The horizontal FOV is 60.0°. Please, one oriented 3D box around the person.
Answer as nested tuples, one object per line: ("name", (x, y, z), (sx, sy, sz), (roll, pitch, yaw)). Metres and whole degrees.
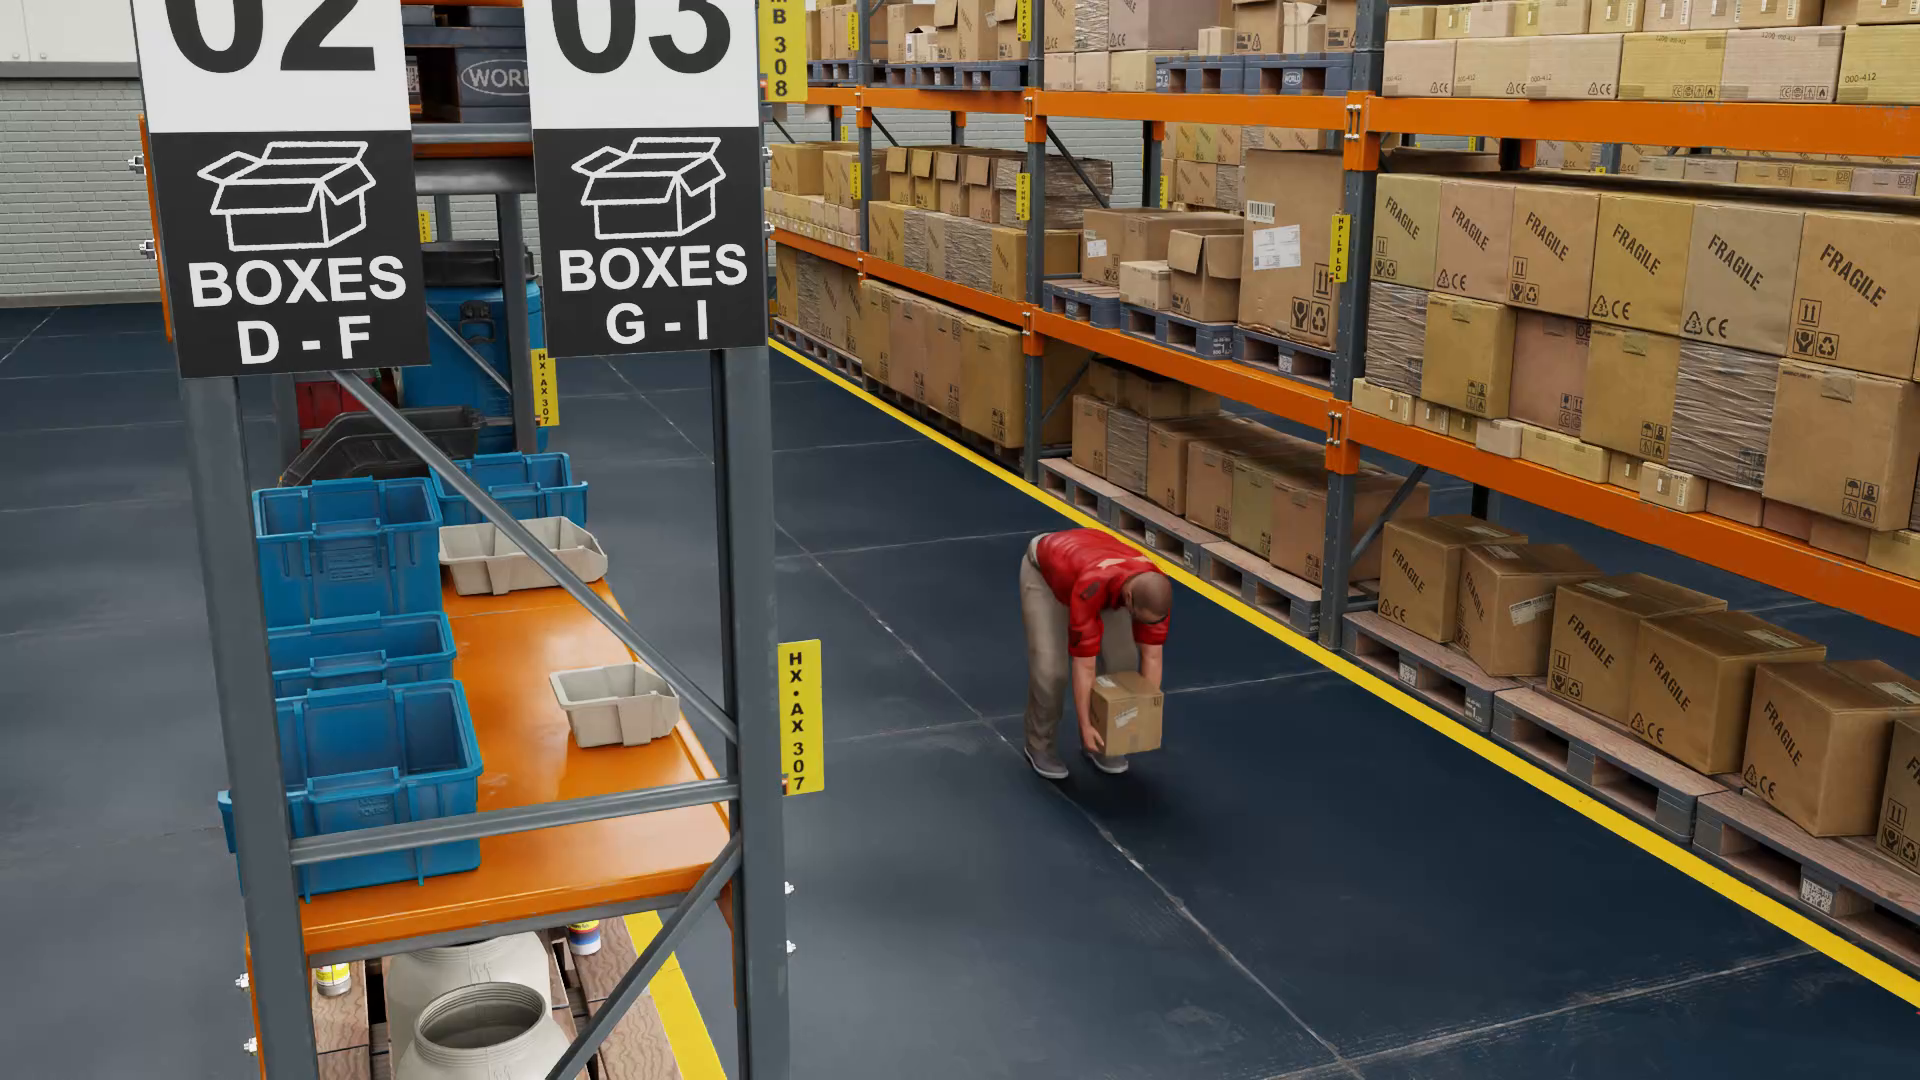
("person", (0.600, 0.507, 6.896), (0.485, 1.108, 0.861), (-6, 17, -22))
